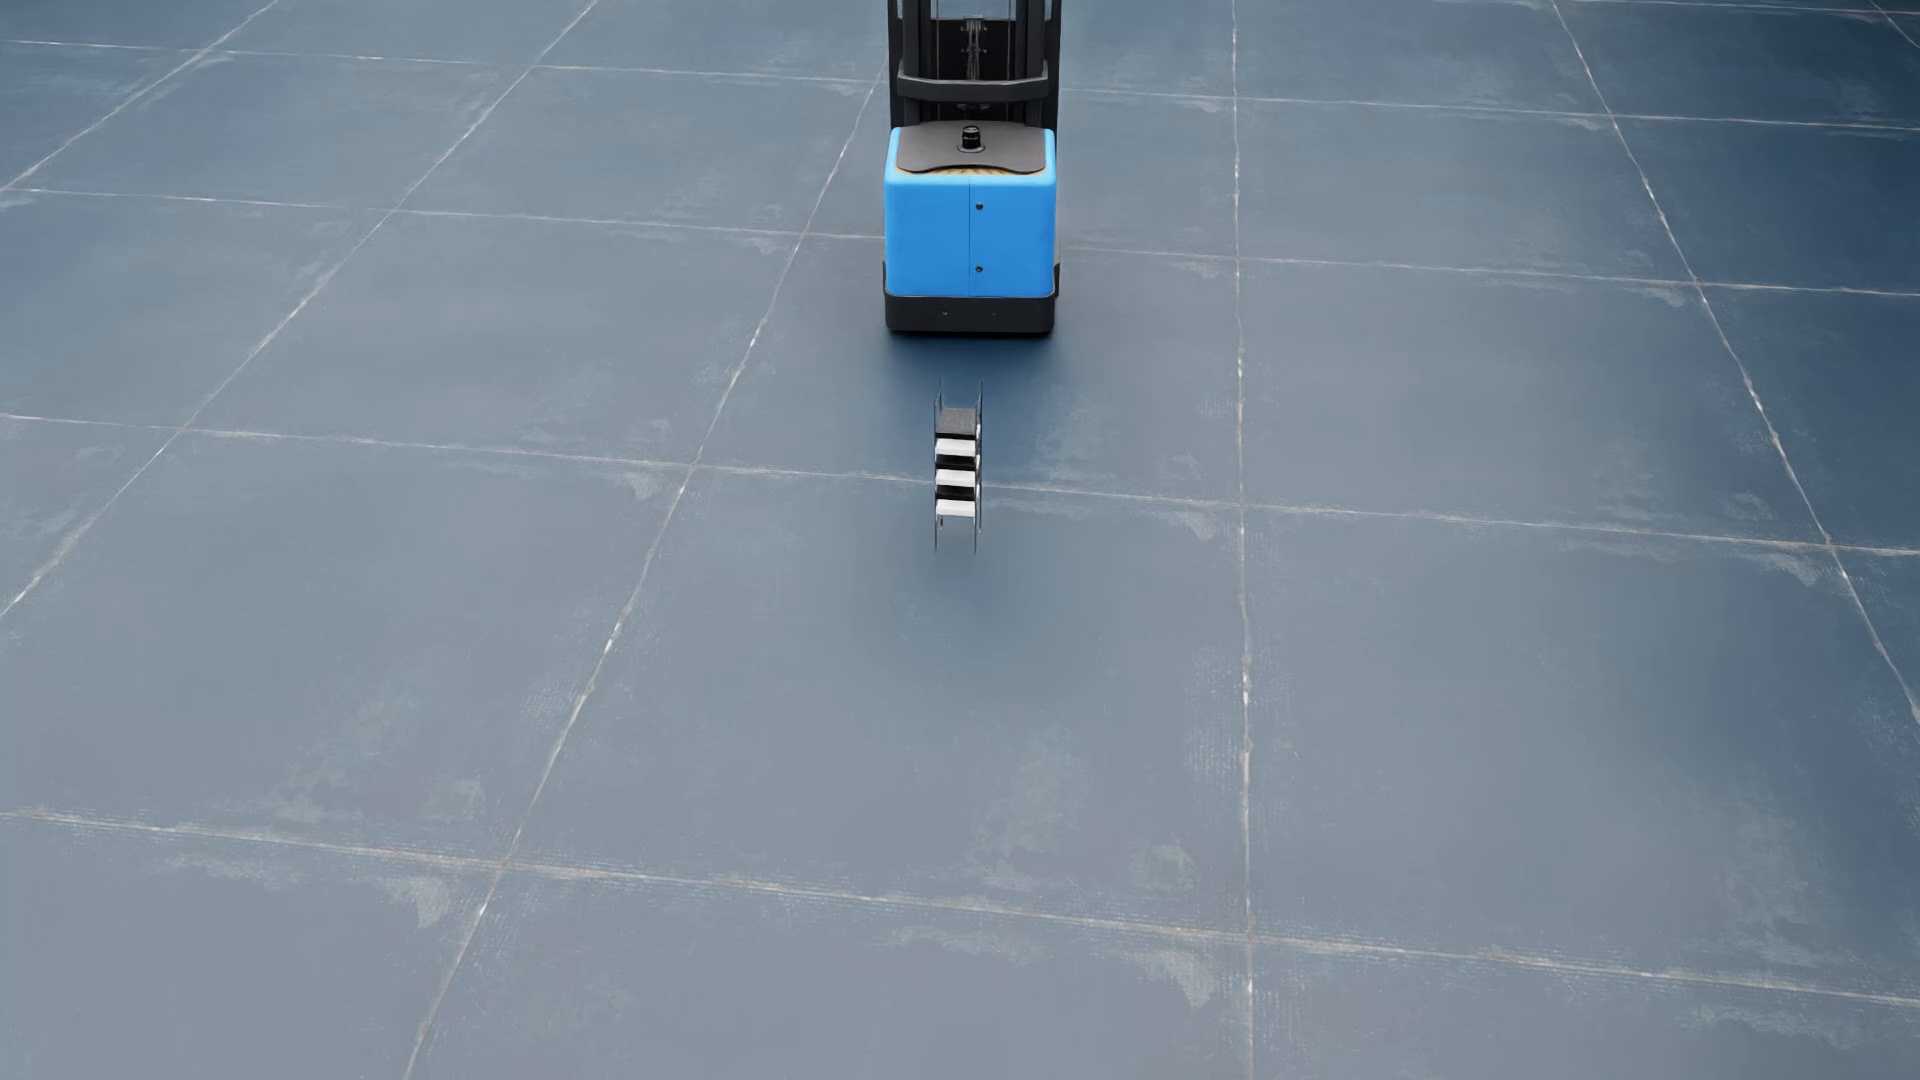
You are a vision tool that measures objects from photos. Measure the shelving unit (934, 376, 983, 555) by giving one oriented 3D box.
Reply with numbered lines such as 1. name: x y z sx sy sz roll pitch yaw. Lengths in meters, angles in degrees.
1. shelving unit: -0.008 -0.367 8.346 0.210 0.900 0.258 4 36 6

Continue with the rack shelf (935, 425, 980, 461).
1. rack shelf: -0.008 -0.486 8.261 0.200 0.077 0.258 4 36 6

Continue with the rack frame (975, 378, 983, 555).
1. rack frame: 0.093 -0.359 8.336 0.006 0.900 0.240 4 36 6

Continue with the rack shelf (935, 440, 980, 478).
1. rack shelf: -0.008 -0.413 8.314 0.200 0.077 0.258 4 36 6

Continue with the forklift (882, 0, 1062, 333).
1. forklift: 0.097 -3.301 10.710 1.130 2.935 3.031 1 36 1

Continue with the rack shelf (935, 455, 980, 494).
1. rack shelf: -0.008 -0.340 8.366 0.200 0.077 0.258 4 36 6

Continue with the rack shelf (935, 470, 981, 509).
1. rack shelf: -0.008 -0.267 8.418 0.200 0.077 0.258 4 36 6

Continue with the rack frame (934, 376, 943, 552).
1. rack frame: -0.109 -0.374 8.357 0.006 0.900 0.240 4 36 6

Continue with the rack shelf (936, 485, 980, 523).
1. rack shelf: -0.008 -0.193 8.470 0.200 0.077 0.258 4 36 6

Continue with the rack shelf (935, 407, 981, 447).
1. rack shelf: -0.008 -0.560 8.209 0.200 0.077 0.258 4 36 6
